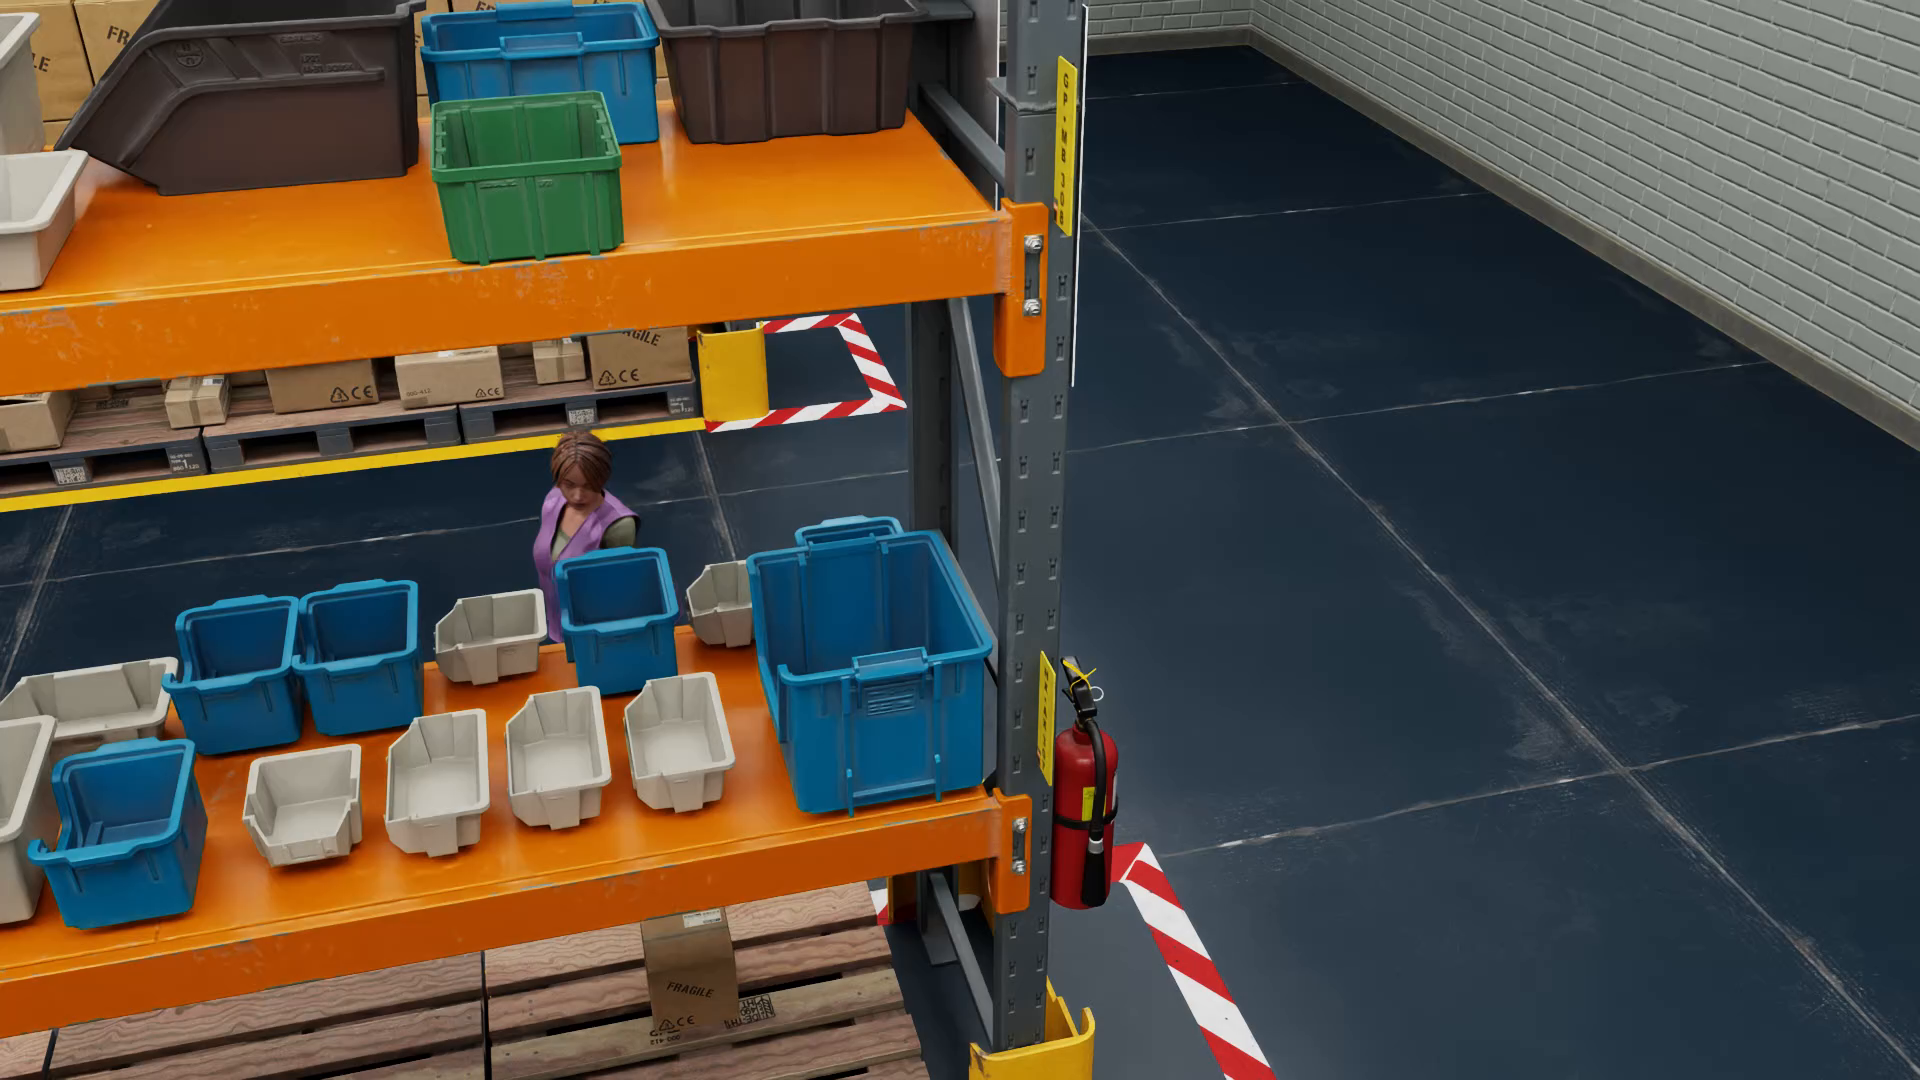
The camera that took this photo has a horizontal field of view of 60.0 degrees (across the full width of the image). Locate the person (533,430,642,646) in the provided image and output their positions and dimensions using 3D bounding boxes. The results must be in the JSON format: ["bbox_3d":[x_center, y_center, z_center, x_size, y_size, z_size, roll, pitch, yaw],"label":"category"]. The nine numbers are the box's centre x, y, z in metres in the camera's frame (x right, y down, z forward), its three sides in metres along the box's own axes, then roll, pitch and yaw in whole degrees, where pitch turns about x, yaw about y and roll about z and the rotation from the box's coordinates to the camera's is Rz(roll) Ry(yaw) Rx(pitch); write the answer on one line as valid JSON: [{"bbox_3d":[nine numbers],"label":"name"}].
[{"bbox_3d":[-1.277,0.349,5.543,0.510,1.580,0.709,20,36,30],"label":"person"}]
